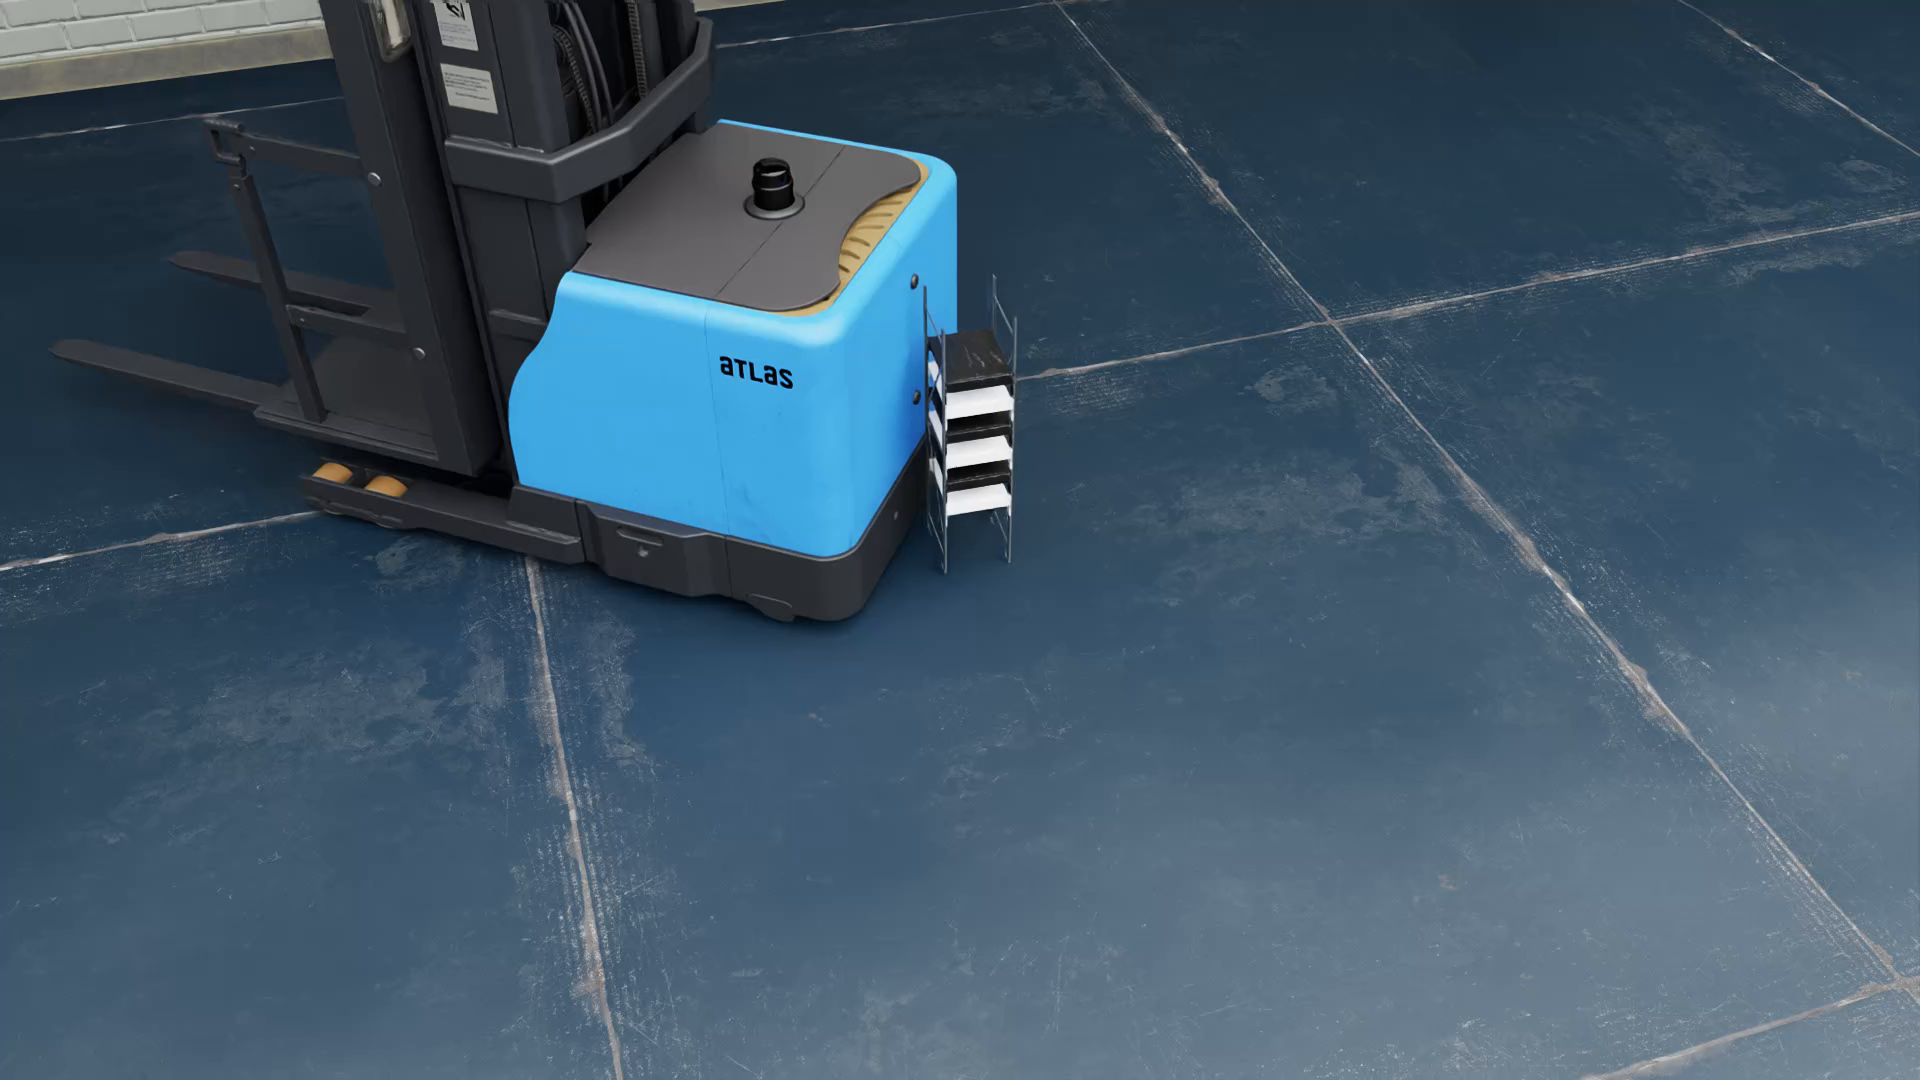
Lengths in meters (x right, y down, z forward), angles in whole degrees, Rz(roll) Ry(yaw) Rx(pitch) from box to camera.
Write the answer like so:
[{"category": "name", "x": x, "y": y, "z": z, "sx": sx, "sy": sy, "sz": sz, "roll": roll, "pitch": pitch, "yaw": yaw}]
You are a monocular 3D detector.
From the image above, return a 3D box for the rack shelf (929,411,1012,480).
[{"category": "rack shelf", "x": 0.026, "y": -0.300, "z": 4.960, "sx": 0.200, "sy": 0.077, "sz": 0.258, "roll": -9, "pitch": 42, "yaw": -11}]

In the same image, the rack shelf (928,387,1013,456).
[{"category": "rack shelf", "x": 0.026, "y": -0.368, "z": 4.901, "sx": 0.200, "sy": 0.077, "sz": 0.258, "roll": -9, "pitch": 42, "yaw": -11}]

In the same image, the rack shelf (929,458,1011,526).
[{"category": "rack shelf", "x": 0.026, "y": -0.165, "z": 5.079, "sx": 0.200, "sy": 0.077, "sz": 0.258, "roll": -9, "pitch": 42, "yaw": -11}]

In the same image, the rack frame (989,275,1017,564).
[{"category": "rack frame", "x": 0.125, "y": -0.342, "z": 4.957, "sx": 0.006, "sy": 0.900, "sz": 0.240, "roll": -9, "pitch": 42, "yaw": -11}]

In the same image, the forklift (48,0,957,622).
[{"category": "forklift", "x": -1.568, "y": -1.454, "z": 4.686, "sx": 3.031, "sy": 2.935, "sz": 1.130, "roll": 13, "pitch": 43, "yaw": 15}]

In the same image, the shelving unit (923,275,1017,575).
[{"category": "shelving unit", "x": 0.026, "y": -0.325, "z": 4.938, "sx": 0.210, "sy": 0.900, "sz": 0.258, "roll": -9, "pitch": 42, "yaw": -11}]

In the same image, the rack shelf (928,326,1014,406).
[{"category": "rack shelf", "x": 0.026, "y": -0.504, "z": 4.783, "sx": 0.200, "sy": 0.077, "sz": 0.258, "roll": -9, "pitch": 42, "yaw": -11}]

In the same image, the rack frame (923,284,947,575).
[{"category": "rack frame", "x": -0.073, "y": -0.309, "z": 4.920, "sx": 0.006, "sy": 0.900, "sz": 0.240, "roll": -9, "pitch": 42, "yaw": -11}]

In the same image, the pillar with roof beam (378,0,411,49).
[{"category": "pillar with roof beam", "x": -1.184, "y": -2.985, "z": 1.827, "sx": 0.400, "sy": 9.000, "sz": 9.100, "roll": -12, "pitch": 42, "yaw": -13}]

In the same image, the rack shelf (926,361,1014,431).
[{"category": "rack shelf", "x": 0.026, "y": -0.436, "z": 4.842, "sx": 0.200, "sy": 0.077, "sz": 0.258, "roll": -9, "pitch": 42, "yaw": -11}]

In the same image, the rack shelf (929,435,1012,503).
[{"category": "rack shelf", "x": 0.026, "y": -0.233, "z": 5.020, "sx": 0.200, "sy": 0.077, "sz": 0.258, "roll": -9, "pitch": 42, "yaw": -11}]
